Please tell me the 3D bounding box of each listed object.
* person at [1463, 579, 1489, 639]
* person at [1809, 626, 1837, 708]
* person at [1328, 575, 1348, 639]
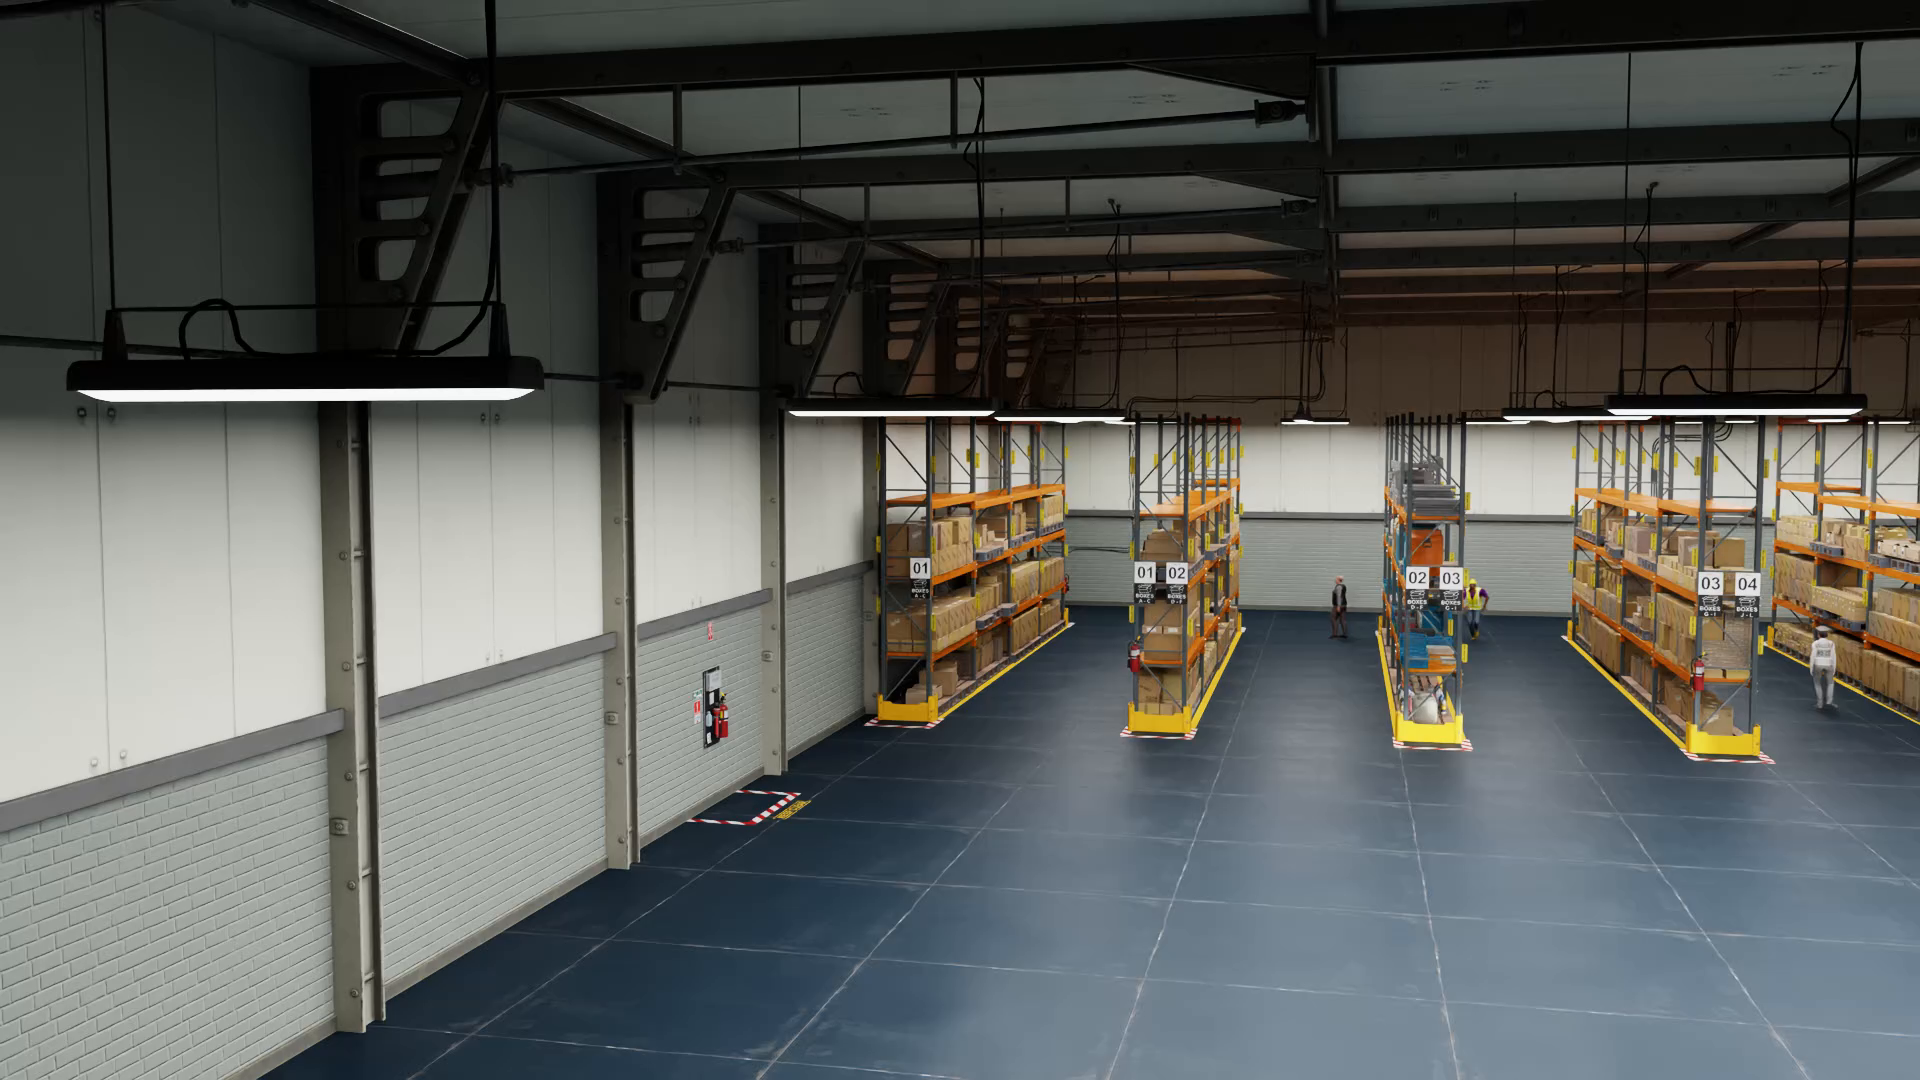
[{"bbox_3d":[13.851,1.862,44.778,0.749,1.663,0.700,2,4,22],"label":"person"},{"bbox_3d":[17.566,2.603,33.842,0.512,1.674,0.516,1,4,13],"label":"person"},{"bbox_3d":[10.285,1.831,45.113,0.591,1.760,0.577,3,5,38],"label":"person"}]
